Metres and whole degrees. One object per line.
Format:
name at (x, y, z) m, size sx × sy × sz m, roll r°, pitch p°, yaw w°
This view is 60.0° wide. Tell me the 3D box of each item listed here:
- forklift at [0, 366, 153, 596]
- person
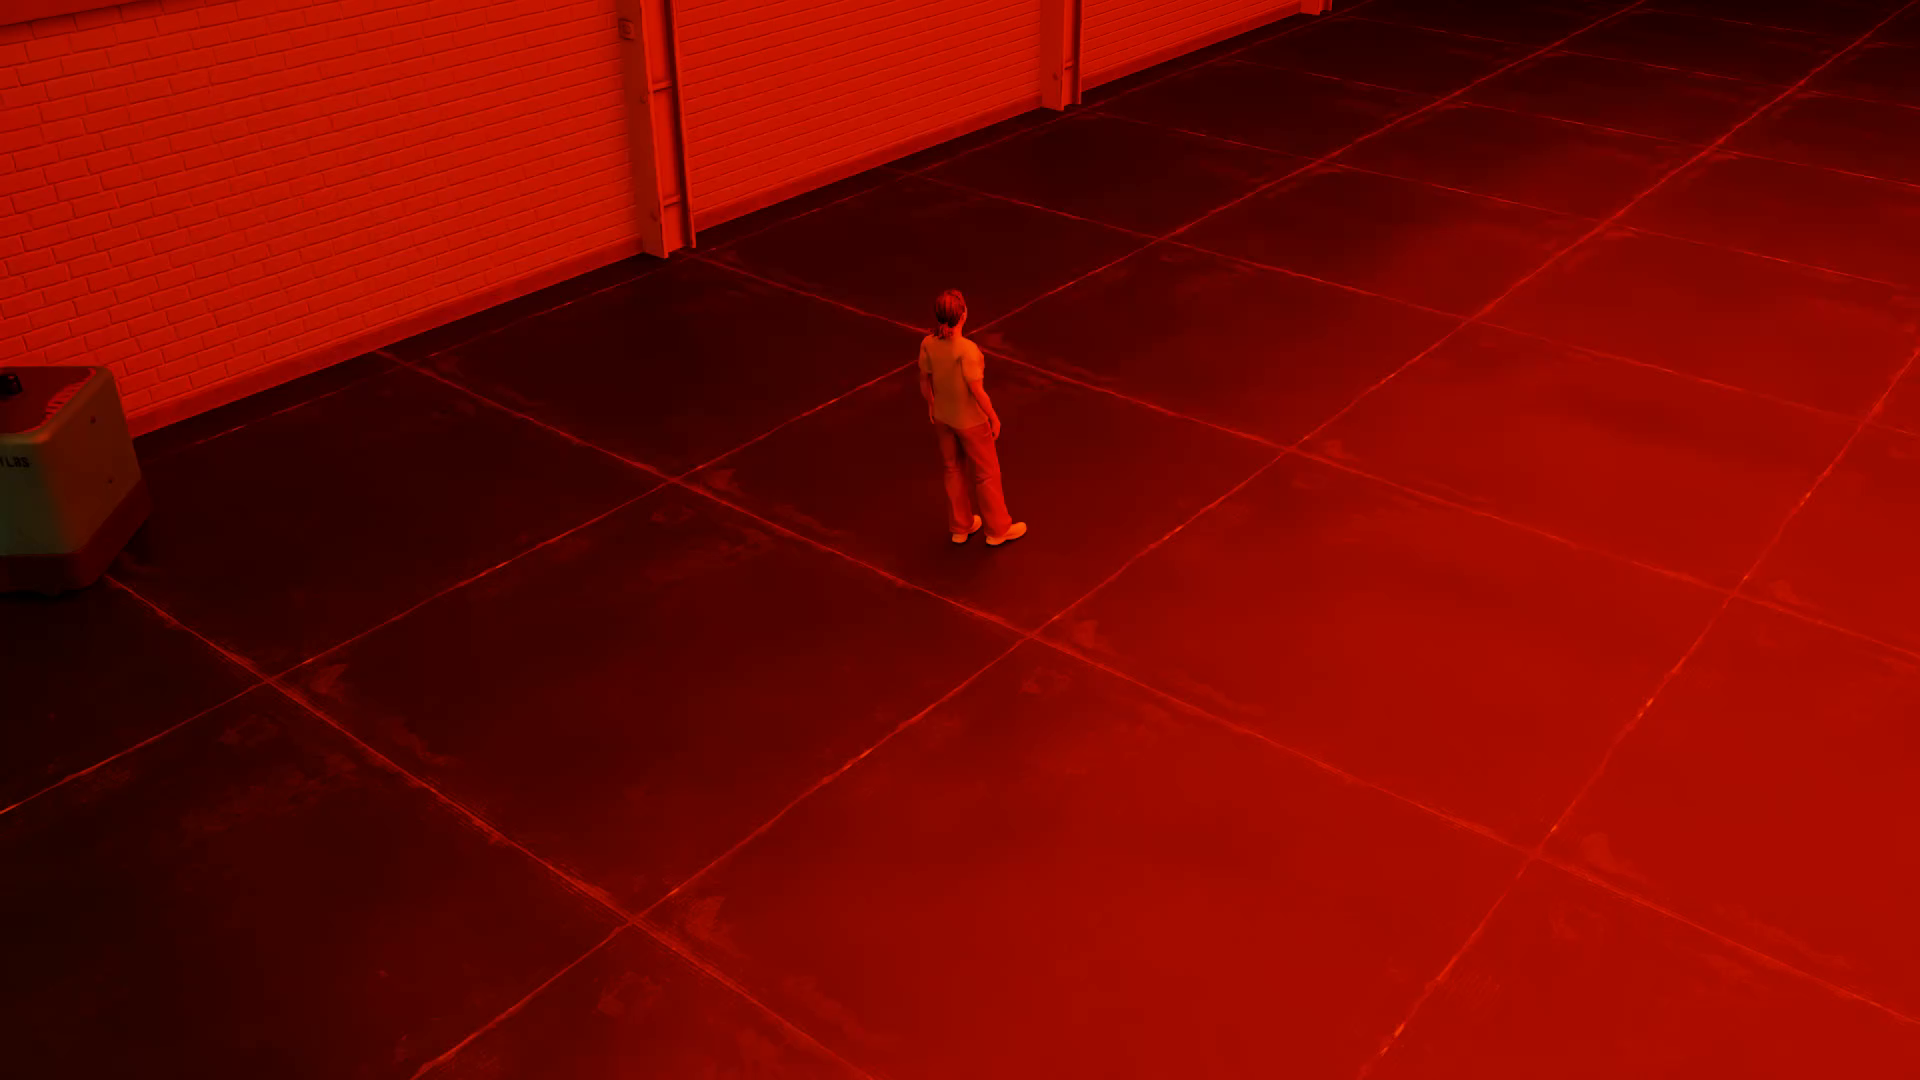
forklift at (-6.685, -1.154, 9.570) m, size 3.031 × 2.935 × 1.130 m, roll -1°, pitch 30°, yaw -1°
person at (0.056, -0.755, 10.117) m, size 0.553 × 1.673 × 0.548 m, roll 22°, pitch 37°, yaw 33°
